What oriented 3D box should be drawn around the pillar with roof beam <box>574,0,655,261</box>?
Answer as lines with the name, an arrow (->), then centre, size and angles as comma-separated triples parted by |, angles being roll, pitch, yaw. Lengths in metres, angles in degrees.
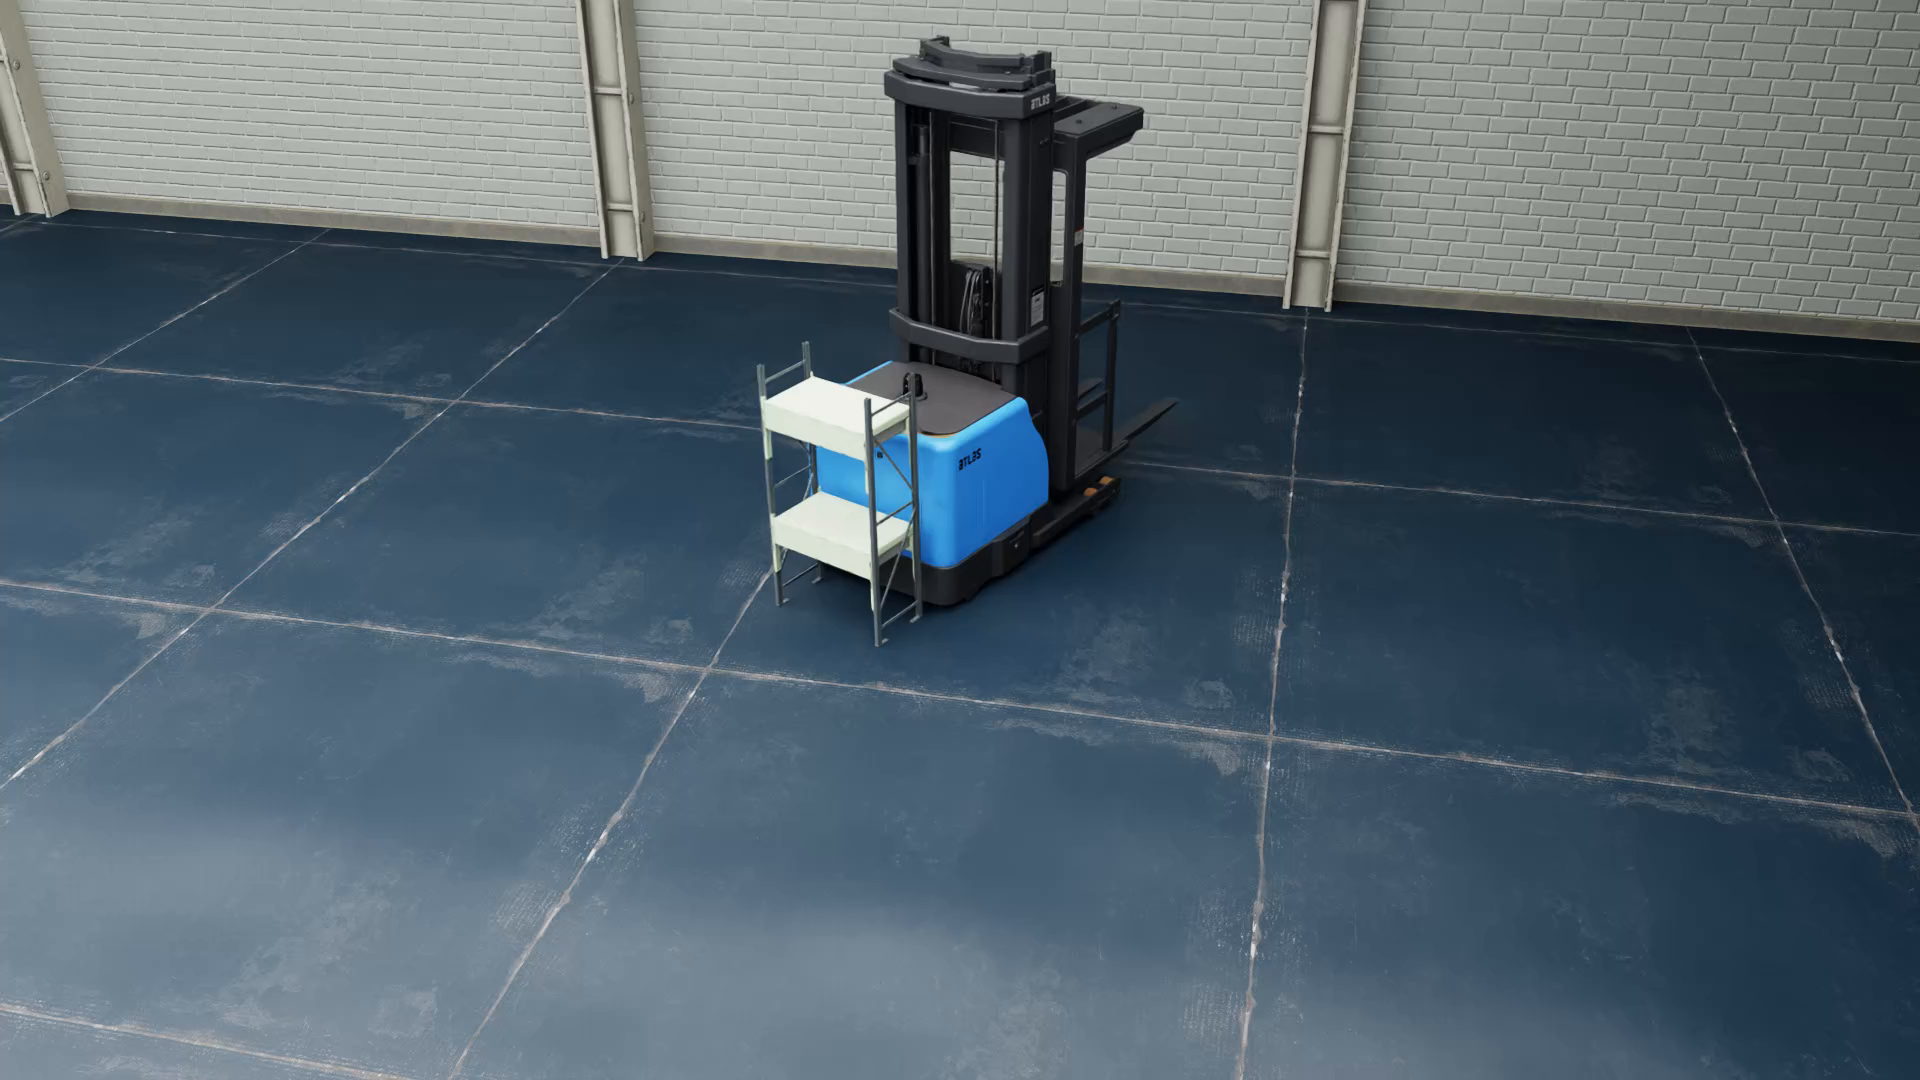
pillar with roof beam -> -3.873, -4.496, 9.092 | 0.400, 9.000, 9.100 | 6, 29, 11

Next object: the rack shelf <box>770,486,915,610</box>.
rack shelf -> -0.641, 0.037, 9.288 | 0.720, 0.370, 0.431 | 20, 36, 31

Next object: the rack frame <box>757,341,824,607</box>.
rack frame -> -0.939, -0.350, 9.317 | 0.023, 1.500, 0.400 | 20, 36, 31

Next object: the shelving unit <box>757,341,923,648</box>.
shelving unit -> -0.645, -0.246, 9.126 | 0.755, 1.500, 0.431 | 20, 36, 31

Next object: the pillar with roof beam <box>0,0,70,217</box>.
pillar with roof beam -> -9.741, -5.098, 10.191 | 0.400, 9.000, 9.100 | 6, 29, 11

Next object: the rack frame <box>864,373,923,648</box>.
rack frame -> -0.351, -0.142, 8.935 | 0.023, 1.500, 0.400 | 20, 36, 31

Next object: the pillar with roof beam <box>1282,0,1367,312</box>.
pillar with roof beam -> 1.994, -3.895, 7.993 | 0.400, 9.000, 9.100 | 6, 29, 11

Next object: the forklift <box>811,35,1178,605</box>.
forklift -> 0.376, -1.571, 10.067 | 1.130, 2.935, 3.031 | 19, 34, 30

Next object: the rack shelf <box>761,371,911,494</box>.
rack shelf -> -0.651, -0.585, 8.932 | 0.720, 0.370, 0.431 | 20, 36, 31
